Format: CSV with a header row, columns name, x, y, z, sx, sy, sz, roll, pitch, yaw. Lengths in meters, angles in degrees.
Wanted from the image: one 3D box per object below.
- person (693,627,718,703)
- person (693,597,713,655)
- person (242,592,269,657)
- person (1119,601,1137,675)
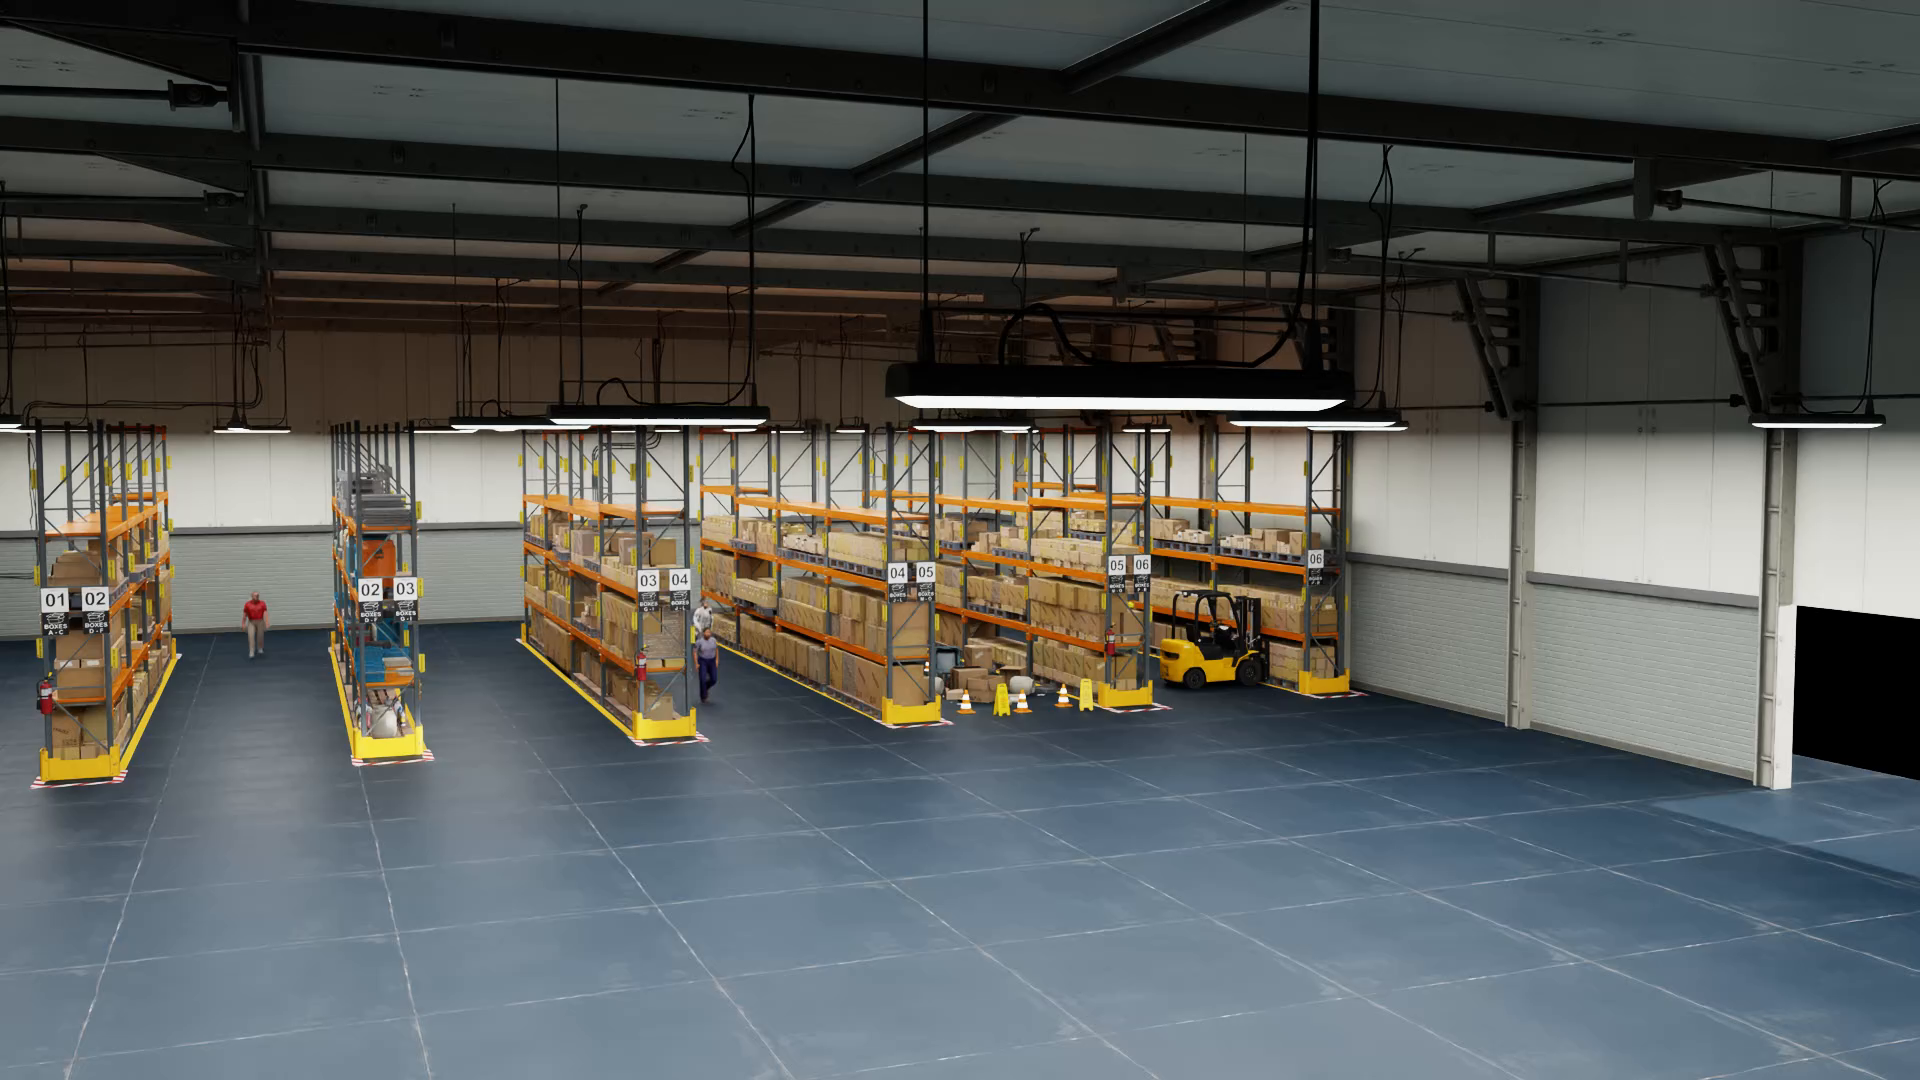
name,x,y,z,sx,sy,sz,roll,pitch,yaw
person,-5.512,2.675,35.973,0.564,1.631,0.557,-2,4,-29
person,-6.584,2.258,42.656,0.572,1.619,0.532,-2,4,-24
person,-18.321,2.172,43.224,0.663,1.656,1.084,-1,4,-20
person,4.068,2.377,39.842,0.589,1.809,0.602,-2,4,-28
